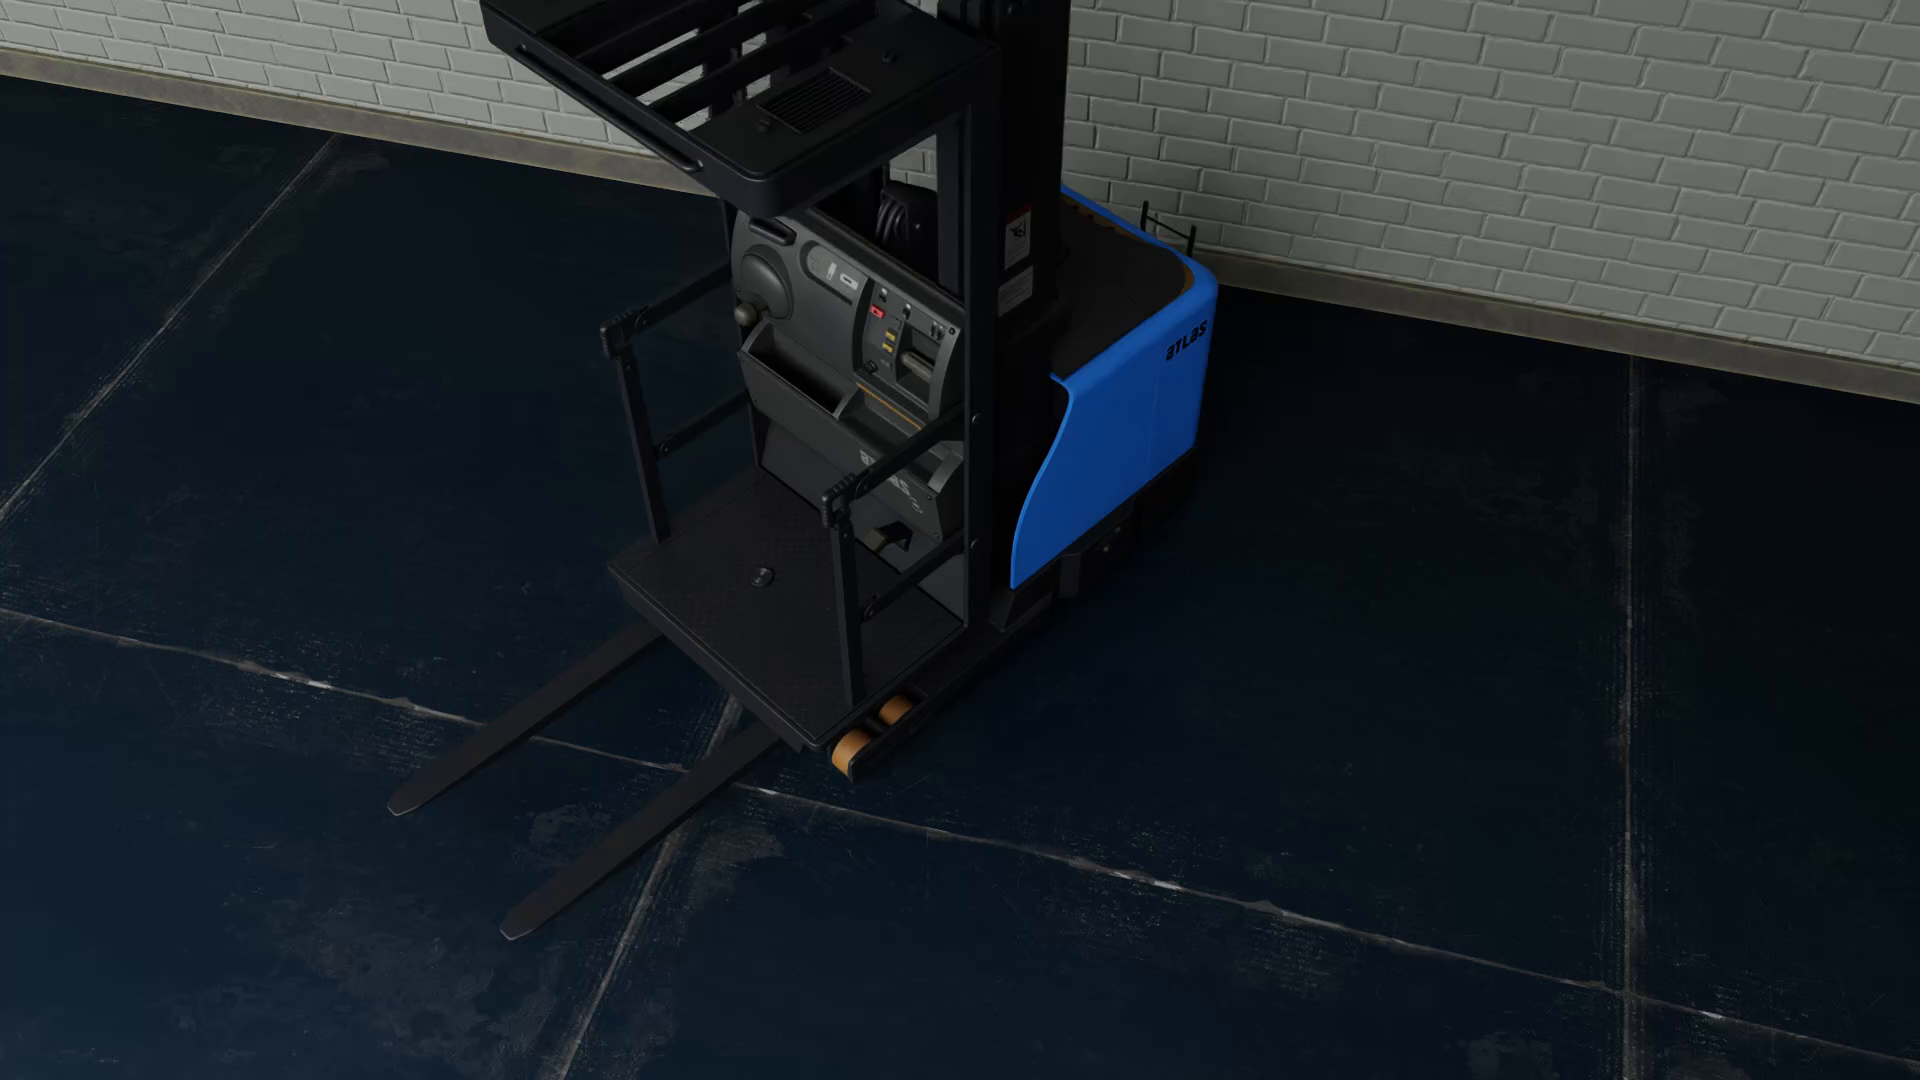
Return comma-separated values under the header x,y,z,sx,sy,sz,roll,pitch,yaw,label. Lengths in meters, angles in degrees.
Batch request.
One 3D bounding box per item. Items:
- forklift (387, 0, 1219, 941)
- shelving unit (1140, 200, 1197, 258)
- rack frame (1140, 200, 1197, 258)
x,y,z,sx,sy,sz,roll,pitch,yaw,label
-0.500,-0.621,4.844,1.130,2.935,3.031,37,58,28,forklift
0.682,-0.832,6.375,0.258,0.900,0.210,34,52,26,shelving unit
0.750,-0.883,6.431,0.240,0.900,0.006,34,52,26,rack frame
